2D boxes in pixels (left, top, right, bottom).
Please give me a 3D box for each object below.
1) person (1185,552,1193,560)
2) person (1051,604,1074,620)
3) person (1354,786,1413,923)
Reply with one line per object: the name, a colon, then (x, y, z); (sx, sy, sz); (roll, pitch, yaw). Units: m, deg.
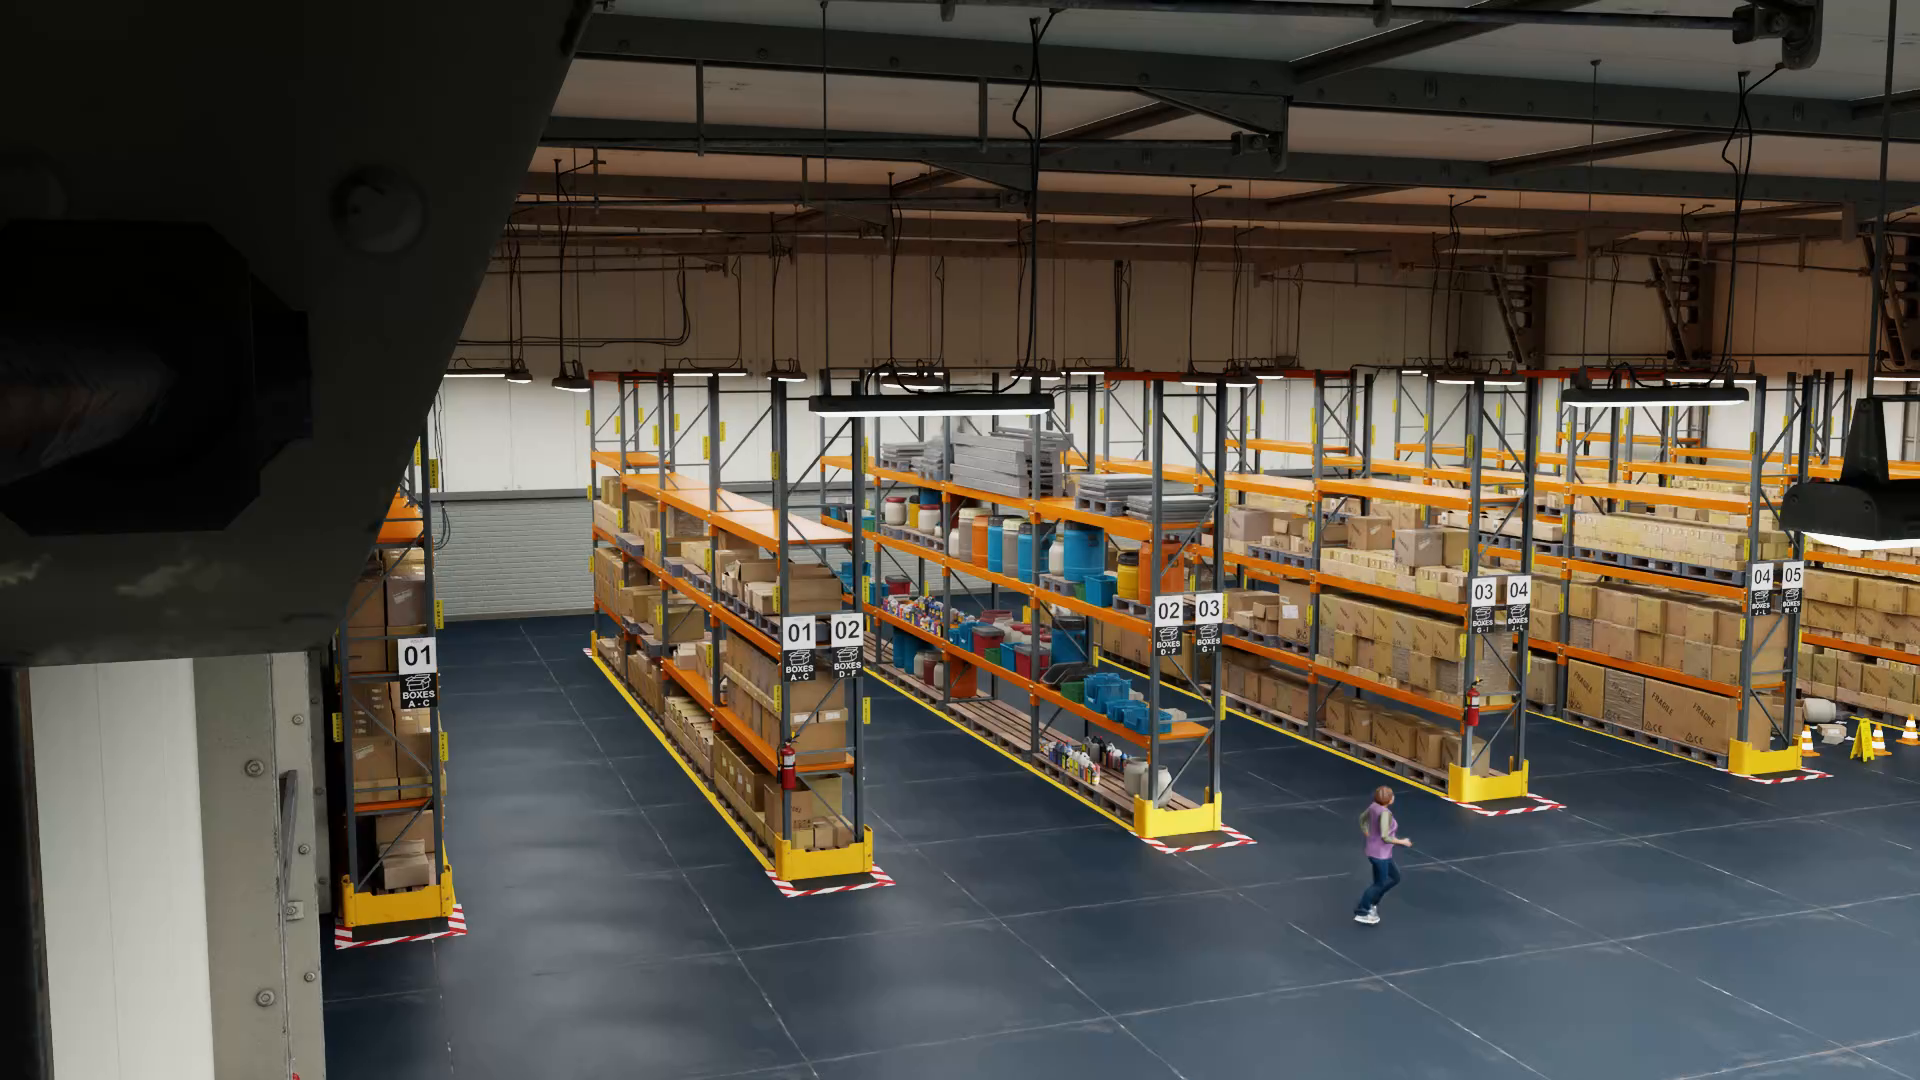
person: (5.704, 0.931, 41.232); (0.936, 1.599, 0.646); (-3, 7, -26)
person: (1.966, 1.724, 31.310); (0.577, 1.657, 0.811); (-3, 7, -28)
person: (4.691, 3.489, 18.438); (0.604, 1.568, 0.541); (0, 6, 4)
